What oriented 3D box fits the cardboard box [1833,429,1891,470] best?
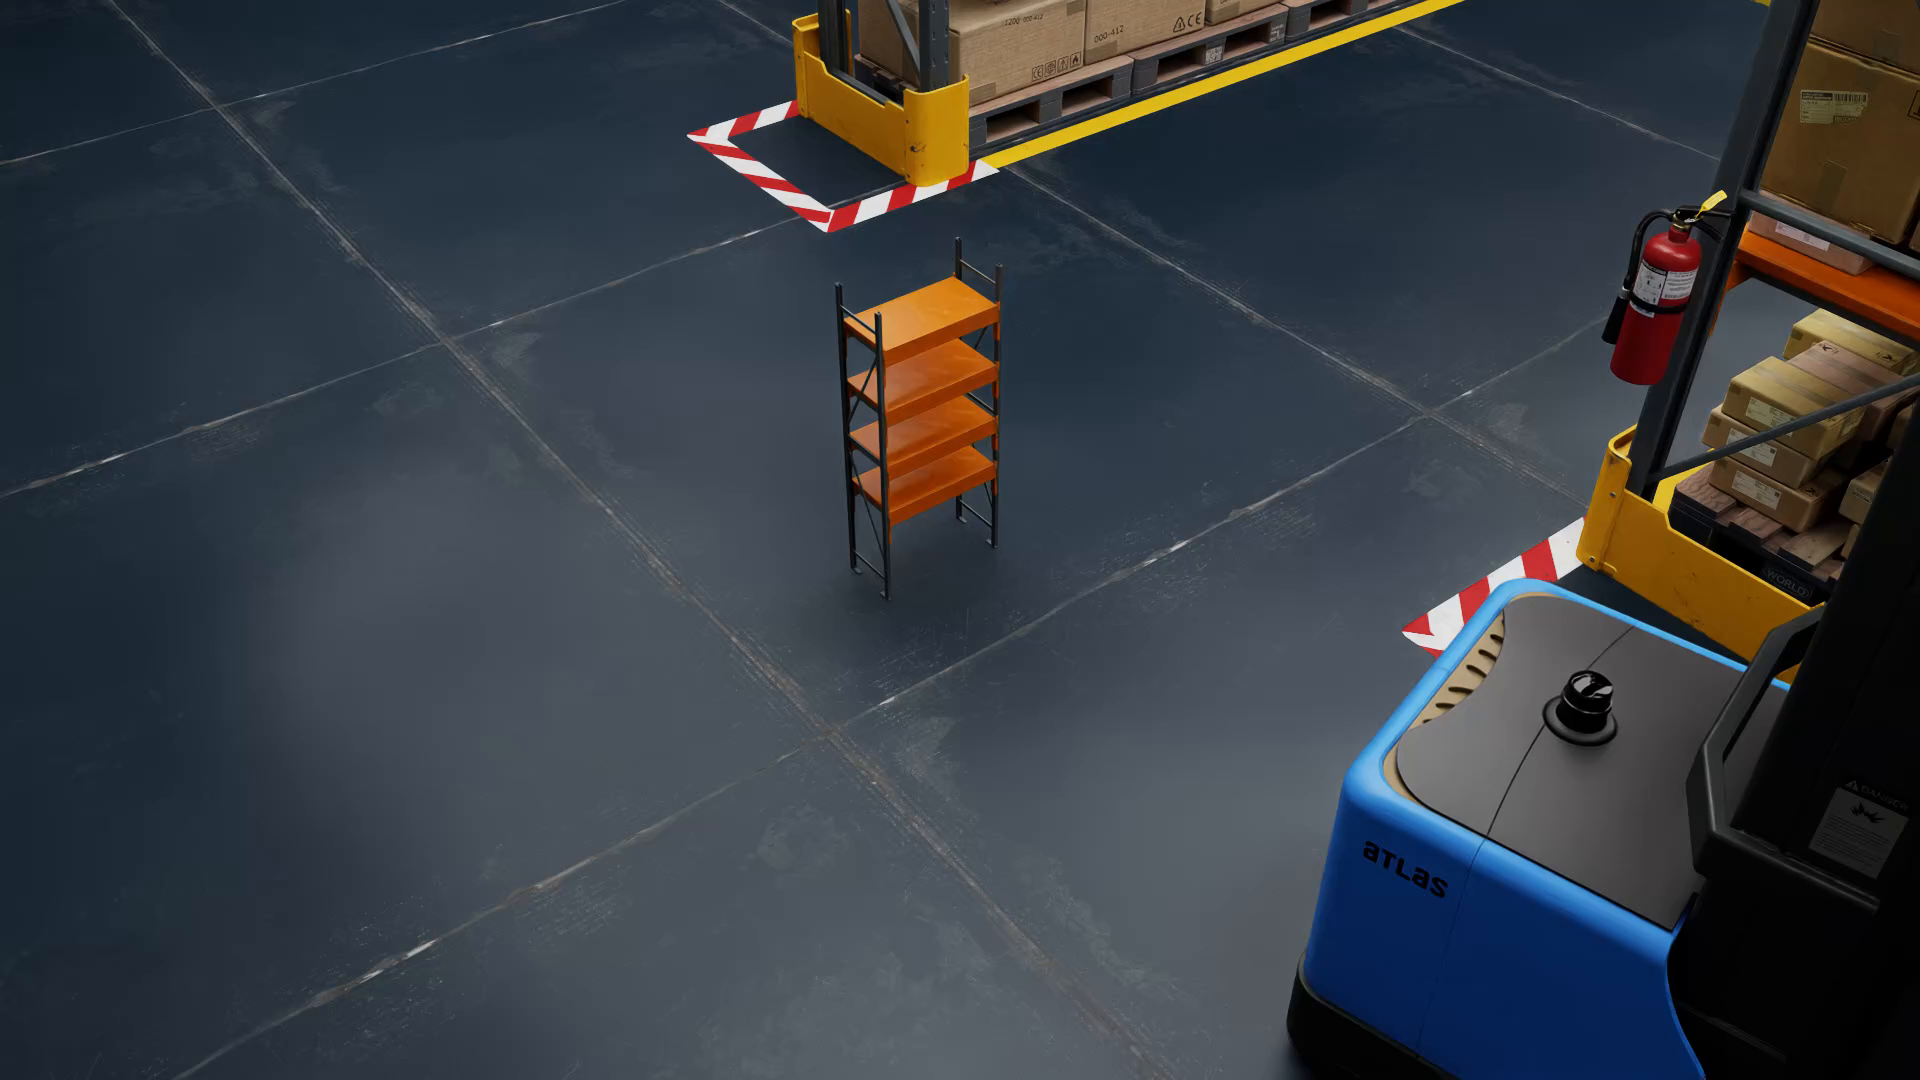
[{"bbox_3d":[3.179,-0.446,6.111,0.250,0.149,0.380,-27,47,-29],"label":"cardboard box"}]

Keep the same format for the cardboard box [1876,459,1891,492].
[{"bbox_3d":[3.317,-0.172,5.542,0.250,0.149,0.380,-28,47,-30],"label":"cardboard box"}]

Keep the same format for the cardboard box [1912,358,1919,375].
[{"bbox_3d":[3.566,-0.772,6.274,0.250,0.149,0.380,-28,47,-30],"label":"cardboard box"}]

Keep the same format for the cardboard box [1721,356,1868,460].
[{"bbox_3d":[2.960,-0.472,5.908,0.250,0.149,0.380,-25,46,-28],"label":"cardboard box"}]

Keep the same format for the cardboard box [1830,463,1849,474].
[{"bbox_3d":[3.127,-0.369,6.251,0.250,0.149,0.380,-25,45,-27],"label":"cardboard box"}]

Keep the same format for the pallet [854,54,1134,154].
[{"bbox_3d":[0.184,-2.570,9.217,1.213,0.211,1.003,-26,46,-28],"label":"pallet"}]

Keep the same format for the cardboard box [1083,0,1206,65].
[{"bbox_3d":[0.781,-3.135,9.396,0.875,0.438,0.875,-25,45,-27],"label":"cardboard box"}]

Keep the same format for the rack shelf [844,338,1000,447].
[{"bbox_3d":[-0.131,-0.521,5.692,0.480,0.148,0.258,-26,46,-28],"label":"rack shelf"}]

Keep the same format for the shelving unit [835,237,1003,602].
[{"bbox_3d":[-0.131,-0.400,5.791,0.503,1.200,0.258,-26,46,-28],"label":"shelving unit"}]

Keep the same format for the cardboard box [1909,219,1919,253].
[{"bbox_3d":[3.219,-1.038,4.837,0.500,0.500,0.500,-24,45,-26],"label":"cardboard box"}]

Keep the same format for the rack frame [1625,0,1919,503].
[{"bbox_3d":[2.694,-0.850,4.921,0.127,3.000,1.000,-26,46,-28],"label":"rack frame"}]

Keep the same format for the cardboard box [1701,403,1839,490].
[{"bbox_3d":[2.939,-0.372,6.021,0.250,0.149,0.380,-27,47,-29],"label":"cardboard box"}]

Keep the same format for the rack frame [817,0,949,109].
[{"bbox_3d":[-0.402,-3.300,7.908,0.127,3.000,1.000,-26,46,-28],"label":"rack frame"}]

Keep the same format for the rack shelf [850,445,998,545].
[{"bbox_3d":[-0.131,-0.194,5.960,0.480,0.148,0.258,-26,46,-28],"label":"rack shelf"}]

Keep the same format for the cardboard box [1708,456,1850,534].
[{"bbox_3d":[2.985,-0.218,6.068,0.250,0.149,0.380,-25,46,-27],"label":"cardboard box"}]

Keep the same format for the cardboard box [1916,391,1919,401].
[{"bbox_3d":[3.626,-0.626,6.330,0.250,0.149,0.380,-27,46,-29],"label":"cardboard box"}]

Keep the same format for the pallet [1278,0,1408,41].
[{"bbox_3d":[2.119,-3.513,10.366,1.213,0.211,1.003,-26,46,-28],"label":"pallet"}]

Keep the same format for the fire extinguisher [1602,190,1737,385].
[{"bbox_3d":[2.213,-0.810,5.228,0.183,0.674,0.296,-26,46,-28],"label":"fire extinguisher"}]

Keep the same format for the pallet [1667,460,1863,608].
[{"bbox_3d":[3.420,-0.097,6.202,1.213,0.211,1.003,-26,46,-28],"label":"pallet"}]

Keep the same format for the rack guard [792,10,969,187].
[{"bbox_3d":[-0.421,-2.324,8.689,0.348,0.500,1.175,-26,46,-28],"label":"rack guard"}]

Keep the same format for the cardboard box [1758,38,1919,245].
[{"bbox_3d":[2.894,-1.306,5.164,0.500,0.500,0.500,-25,46,-27],"label":"cardboard box"}]

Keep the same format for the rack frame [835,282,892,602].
[{"bbox_3d":[-0.325,-0.306,5.677,0.015,1.200,0.240,-26,46,-28],"label":"rack frame"}]

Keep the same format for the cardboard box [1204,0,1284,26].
[{"bbox_3d":[1.497,-3.483,9.819,0.875,0.438,0.875,-27,47,-29],"label":"cardboard box"}]

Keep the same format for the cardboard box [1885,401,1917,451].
[{"bbox_3d":[3.462,-0.339,5.745,0.250,0.149,0.380,-25,46,-27],"label":"cardboard box"}]

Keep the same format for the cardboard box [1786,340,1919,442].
[{"bbox_3d":[3.194,-0.540,5.991,0.250,0.149,0.380,-25,46,-27],"label":"cardboard box"}]

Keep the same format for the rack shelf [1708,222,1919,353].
[{"bbox_3d":[4.280,-1.345,6.091,4.000,0.370,1.077,-26,46,-28],"label":"rack shelf"}]

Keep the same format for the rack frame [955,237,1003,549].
[{"bbox_3d":[0.062,-0.494,5.906,0.015,1.200,0.240,-26,46,-28],"label":"rack frame"}]

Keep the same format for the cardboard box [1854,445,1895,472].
[{"bbox_3d":[3.389,-0.427,6.322,0.250,0.149,0.380,-26,46,-28],"label":"cardboard box"}]

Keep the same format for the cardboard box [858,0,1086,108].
[{"bbox_3d":[0.060,-2.777,8.959,0.875,0.438,0.875,-28,47,-29],"label":"cardboard box"}]

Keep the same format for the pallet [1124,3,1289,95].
[{"bbox_3d":[1.151,-3.039,9.788,1.213,0.211,1.003,-26,46,-28],"label":"pallet"}]

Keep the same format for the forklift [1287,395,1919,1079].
[{"bbox_3d":[2.361,0.591,3.219,3.031,2.935,1.130,26,46,29],"label":"forklift"}]

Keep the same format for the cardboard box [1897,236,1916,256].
[{"bbox_3d":[3.001,-1.098,5.421,0.250,0.149,0.380,-26,46,-28],"label":"cardboard box"}]

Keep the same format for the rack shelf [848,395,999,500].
[{"bbox_3d":[-0.131,-0.348,5.834,0.480,0.148,0.258,-26,46,-28],"label":"rack shelf"}]

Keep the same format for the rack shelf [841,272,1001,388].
[{"bbox_3d":[-0.131,-0.704,5.542,0.480,0.148,0.258,-26,46,-28],"label":"rack shelf"}]

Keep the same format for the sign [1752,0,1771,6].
[{"bbox_3d":[2.372,-1.706,4.803,0.005,0.325,0.100,-26,46,-28],"label":"sign"}]

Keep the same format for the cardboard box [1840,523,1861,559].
[{"bbox_3d":[3.305,0.049,5.742,0.250,0.149,0.380,-25,46,-27],"label":"cardboard box"}]

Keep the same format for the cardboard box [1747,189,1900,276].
[{"bbox_3d":[2.781,-1.021,5.327,0.250,0.149,0.380,-26,46,-28],"label":"cardboard box"}]

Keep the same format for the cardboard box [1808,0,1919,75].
[{"bbox_3d":[2.906,-1.692,4.846,0.500,0.500,0.500,-27,46,-29],"label":"cardboard box"}]

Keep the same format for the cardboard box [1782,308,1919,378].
[{"bbox_3d":[3.322,-0.704,6.191,0.250,0.149,0.380,-27,46,-29],"label":"cardboard box"}]

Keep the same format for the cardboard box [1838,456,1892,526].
[{"bbox_3d":[3.266,-0.098,5.687,0.250,0.149,0.380,-24,45,-26],"label":"cardboard box"}]

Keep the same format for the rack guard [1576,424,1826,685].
[{"bbox_3d":[2.755,0.087,5.749,0.348,0.500,1.175,-26,46,-28],"label":"rack guard"}]
